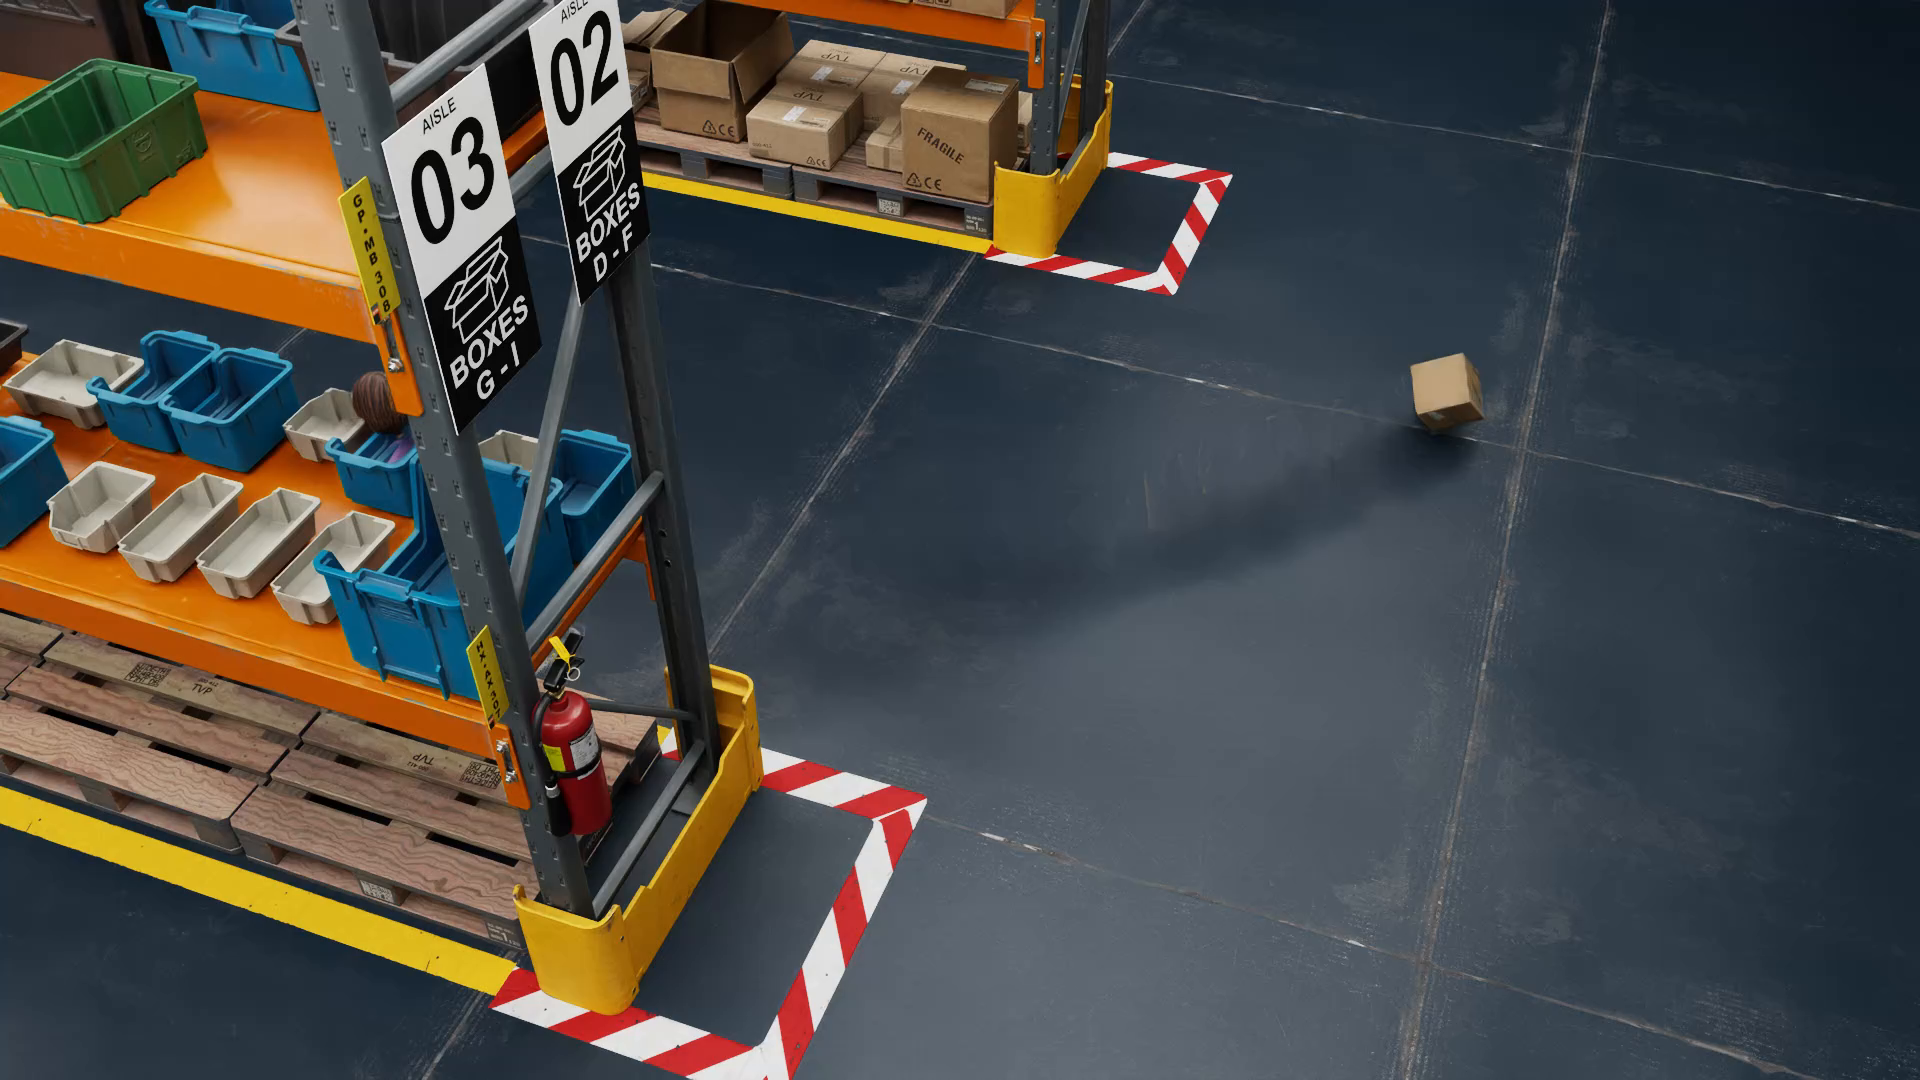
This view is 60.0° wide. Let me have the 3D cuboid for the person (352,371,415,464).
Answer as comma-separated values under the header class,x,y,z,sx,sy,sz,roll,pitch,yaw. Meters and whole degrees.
class,x,y,z,sx,sy,sz,roll,pitch,yaw
person,-1.919,0.045,6.097,0.433,1.601,0.483,5,42,5
